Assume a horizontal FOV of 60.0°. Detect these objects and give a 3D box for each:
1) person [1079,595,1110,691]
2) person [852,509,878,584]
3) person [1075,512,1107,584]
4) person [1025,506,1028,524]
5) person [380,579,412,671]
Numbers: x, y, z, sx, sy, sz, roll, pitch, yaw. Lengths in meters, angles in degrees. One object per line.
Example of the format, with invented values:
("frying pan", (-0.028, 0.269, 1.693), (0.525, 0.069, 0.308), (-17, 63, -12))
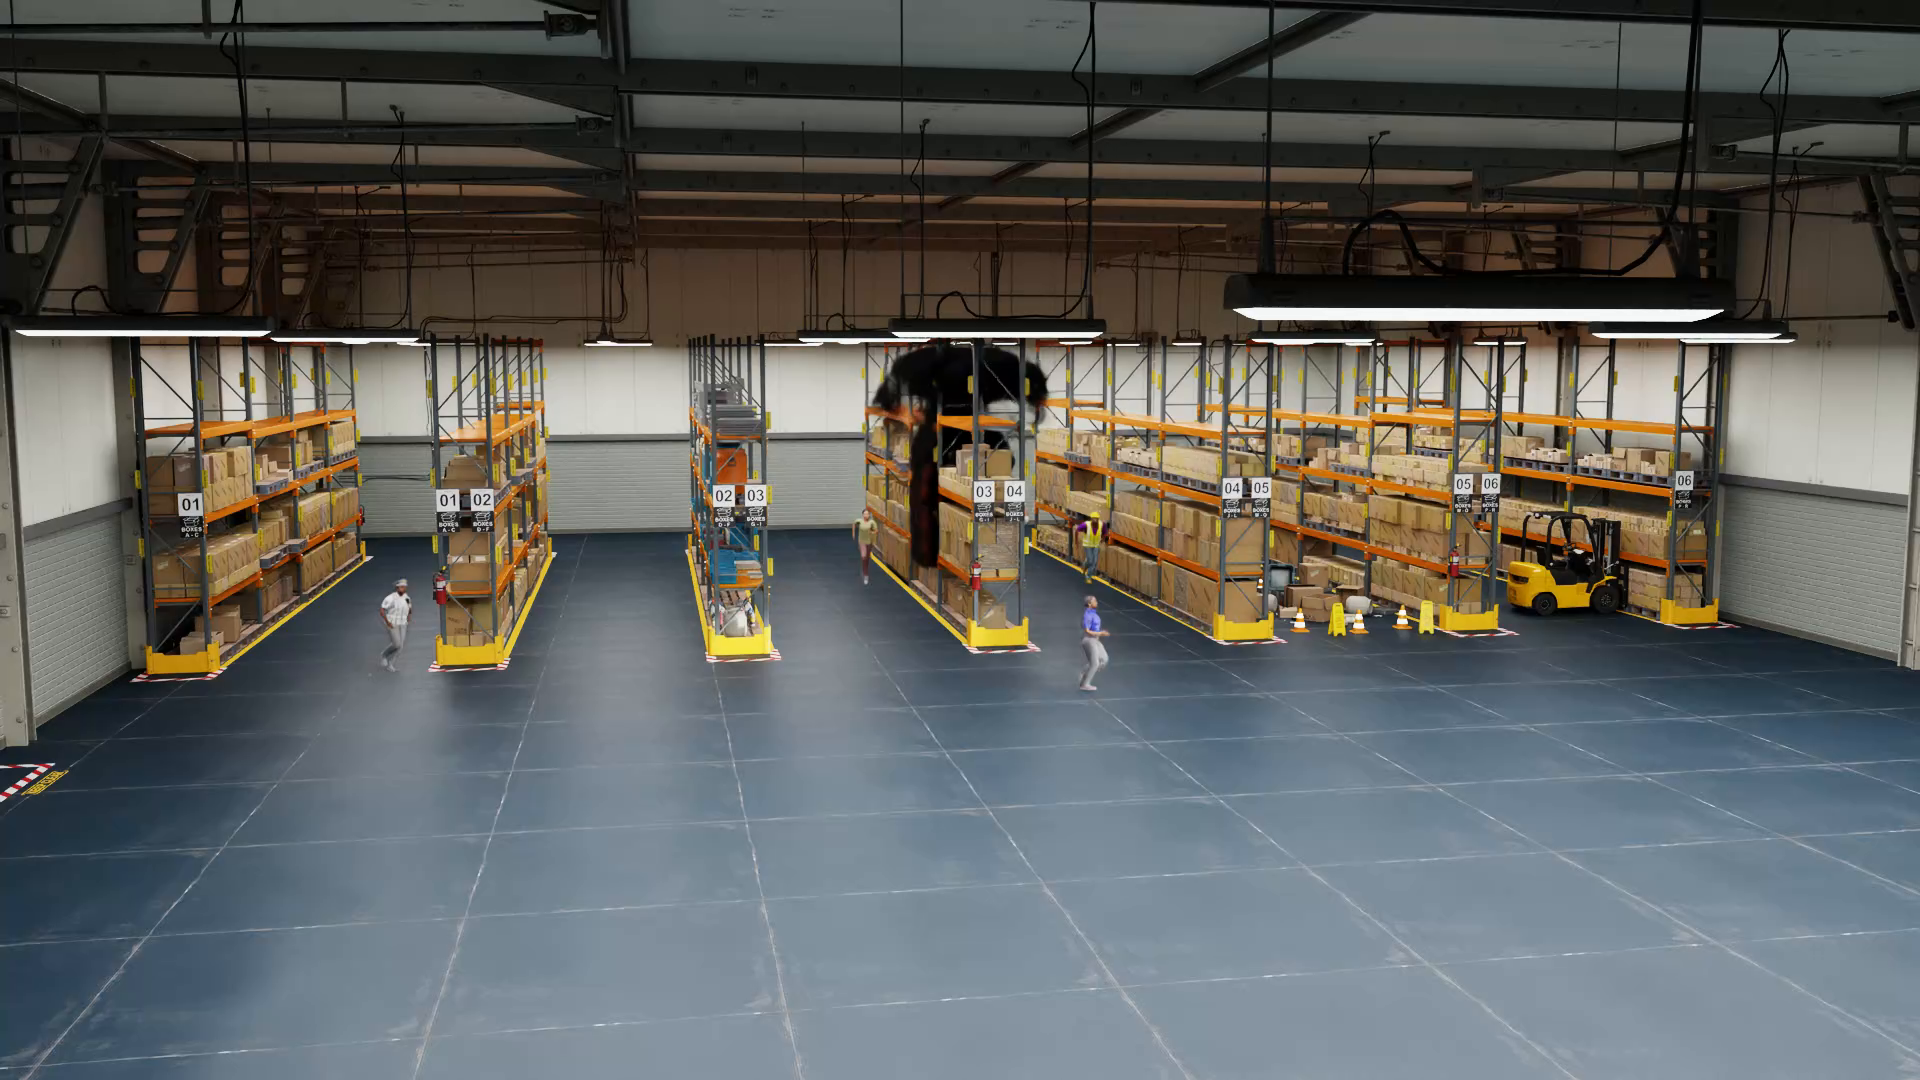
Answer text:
("person", (2.272, 1.724, 27.904), (0.553, 1.611, 0.565), (2, 7, 15))
("person", (-2.234, 0.130, 39.335), (0.599, 1.758, 0.781), (-1, 7, -7))
("person", (3.064, 0.181, 38.624), (0.688, 1.697, 0.730), (-2, 7, -18))
("person", (1.538, -0.371, 45.497), (0.676, 1.837, 0.919), (-1, 7, -5))
("person", (-10.057, 1.519, 29.802), (0.514, 1.645, 0.579), (5, 8, 37))
